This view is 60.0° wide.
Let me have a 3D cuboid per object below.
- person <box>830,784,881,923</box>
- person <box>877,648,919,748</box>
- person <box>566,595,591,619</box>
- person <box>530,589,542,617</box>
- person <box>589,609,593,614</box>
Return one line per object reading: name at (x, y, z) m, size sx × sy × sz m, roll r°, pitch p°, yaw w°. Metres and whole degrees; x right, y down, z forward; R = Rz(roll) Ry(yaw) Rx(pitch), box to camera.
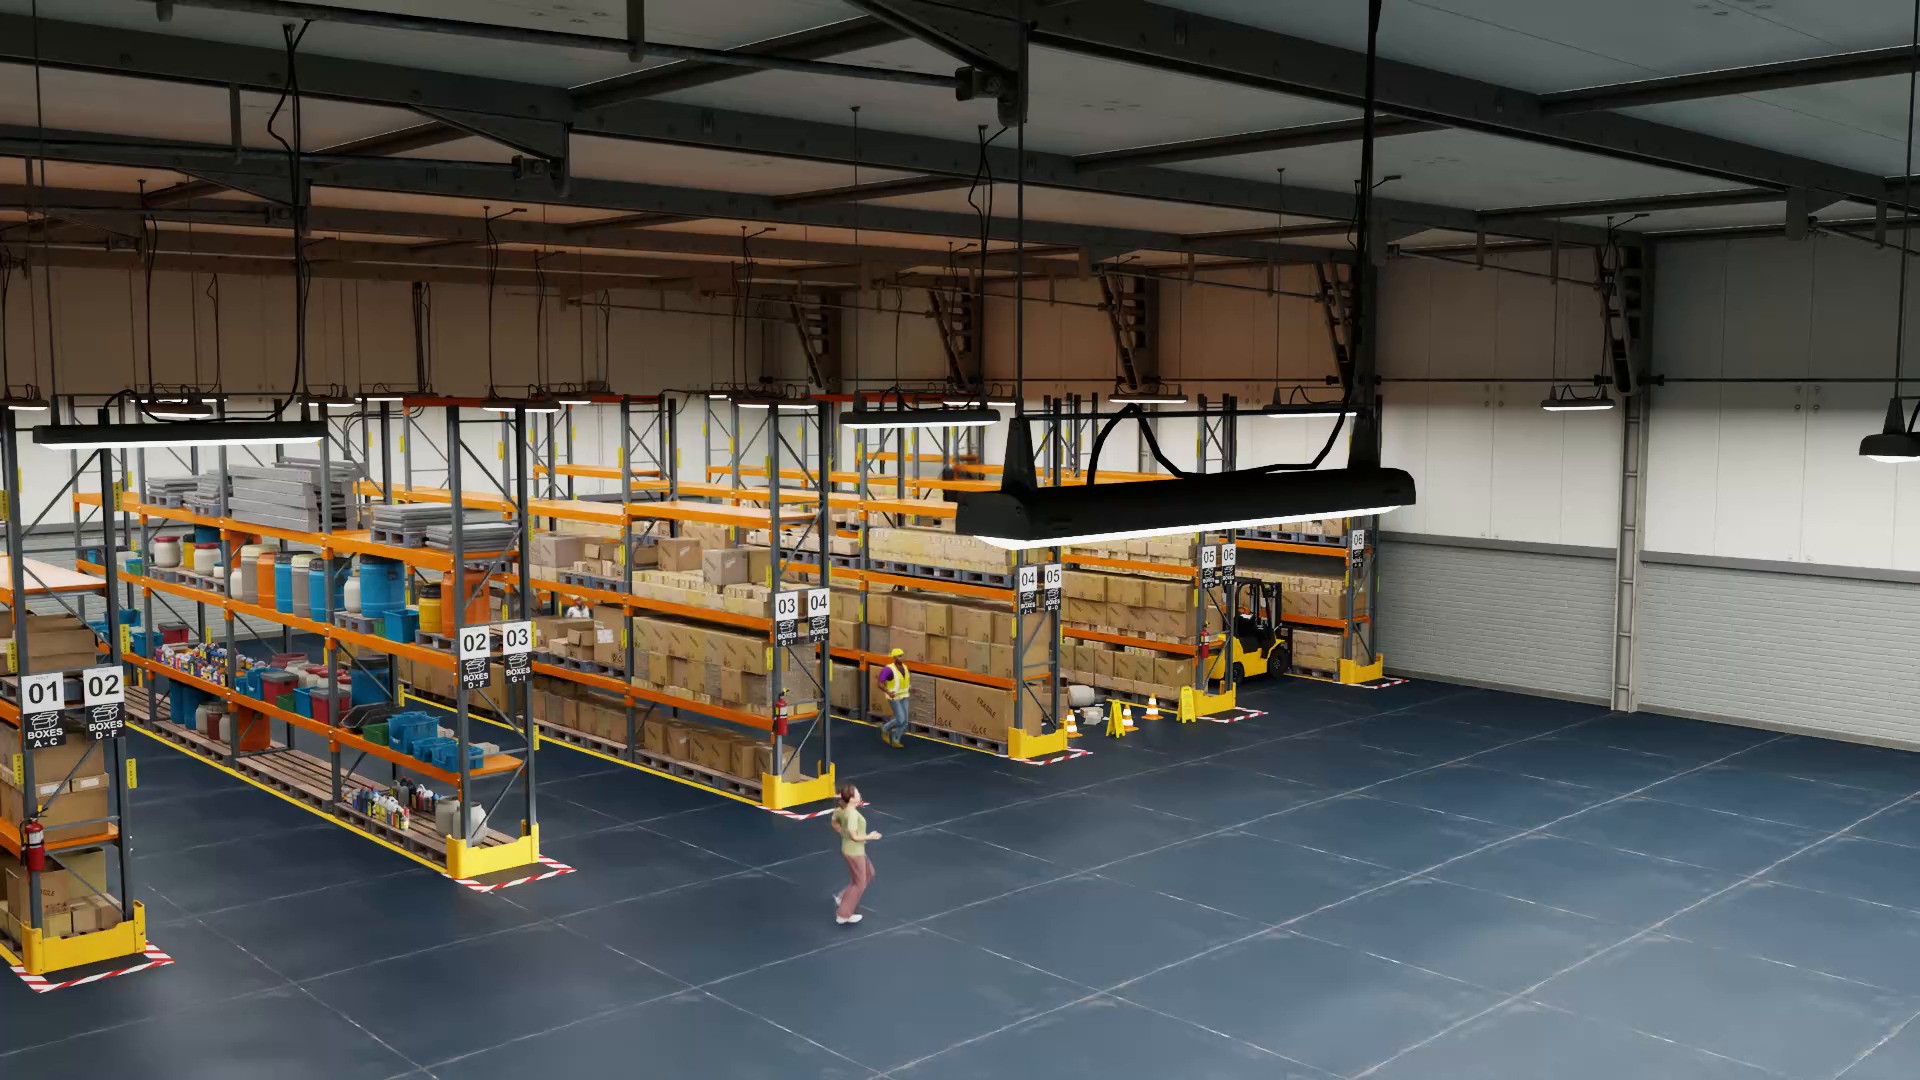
person at (-1.196, 3.650, 19.371) m, size 0.526 × 1.599 × 0.570 m, roll -2°, pitch 6°, yaw -17°
person at (-1.063, 2.715, 28.544) m, size 0.579 × 1.725 × 0.677 m, roll 5°, pitch 7°, yaw 42°
person at (-8.182, 2.009, 35.650) m, size 0.668 × 1.780 × 0.952 m, roll -5°, pitch 7°, yaw -41°
person at (-9.668, 1.915, 37.360) m, size 0.587 × 1.660 × 0.868 m, roll -5°, pitch 8°, yaw -43°
person at (-9.191, 1.486, 42.129) m, size 0.525 × 1.555 × 0.490 m, roll -5°, pitch 8°, yaw -43°
